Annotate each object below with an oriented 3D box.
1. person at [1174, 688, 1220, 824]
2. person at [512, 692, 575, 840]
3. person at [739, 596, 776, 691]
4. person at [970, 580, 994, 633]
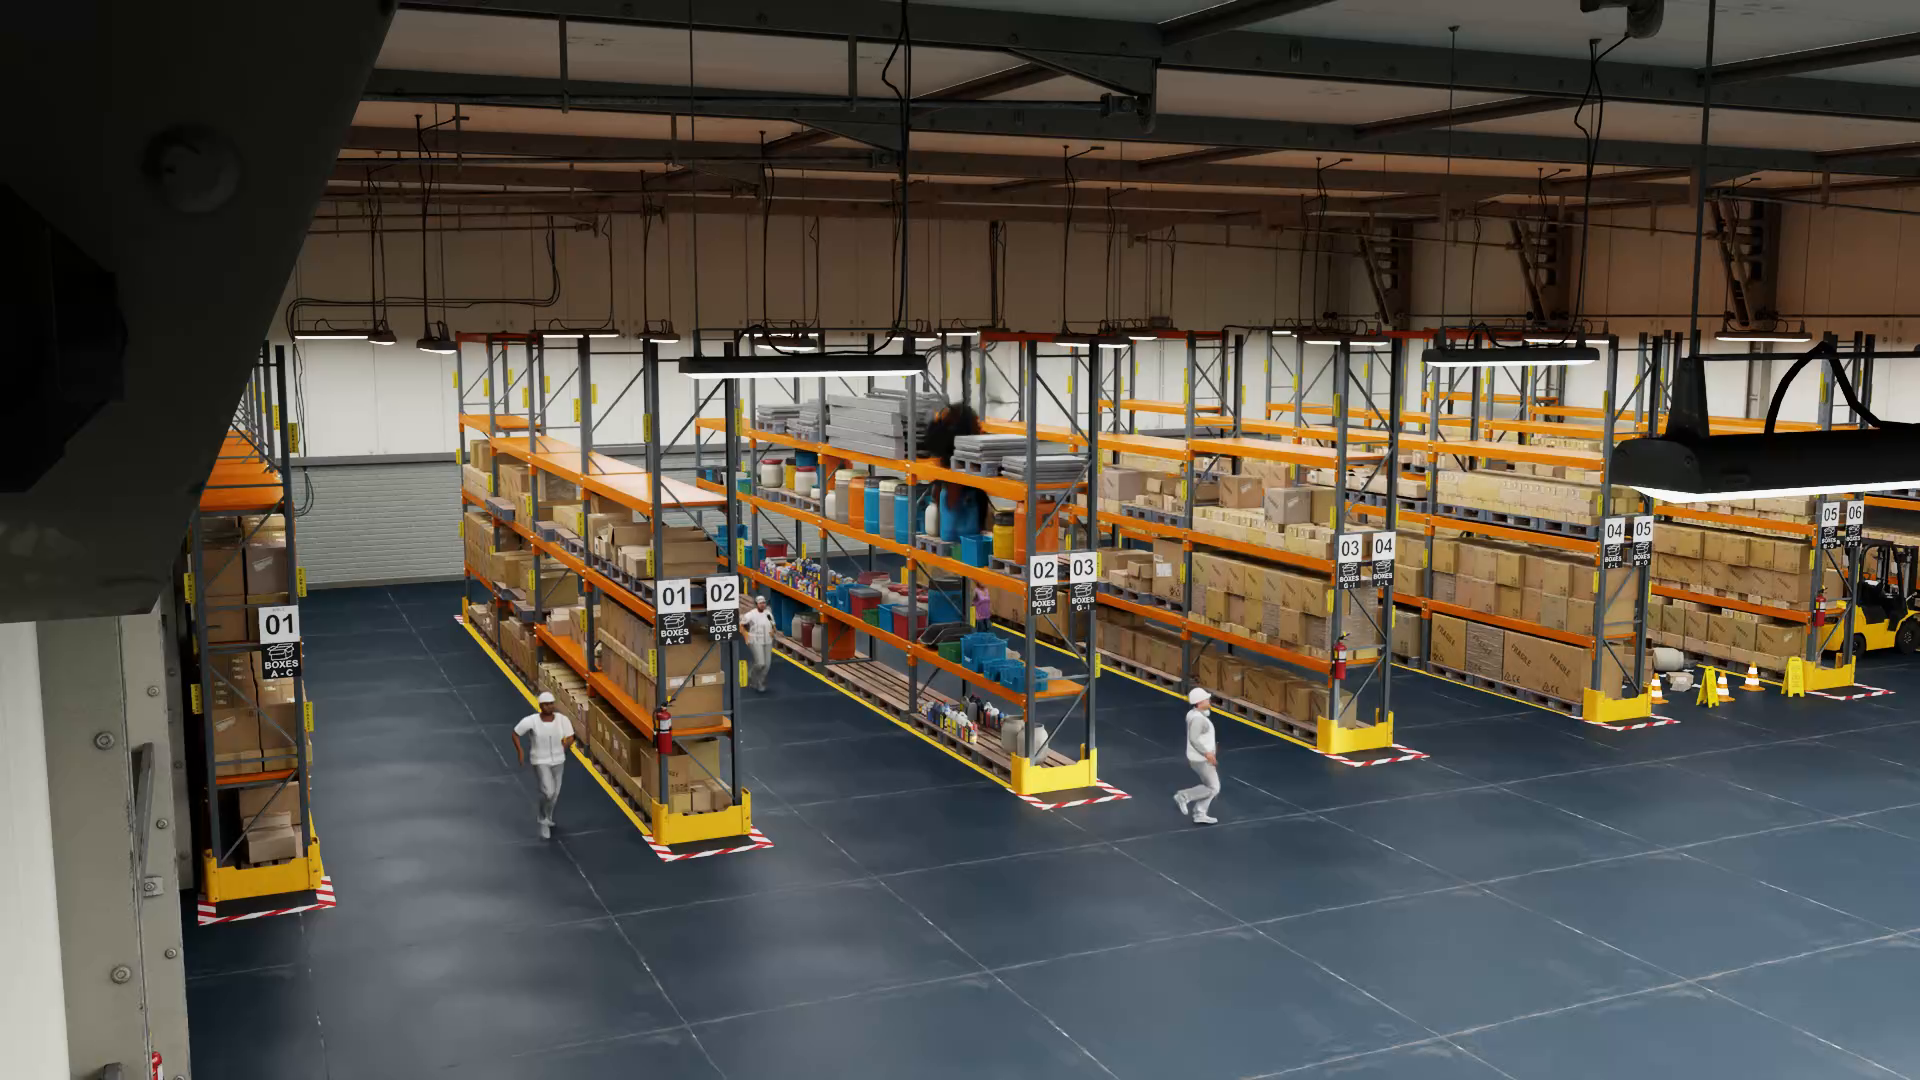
[{"bbox_3d":[2.966,2.696,20.751,0.590,1.730,0.670,0,8,2],"label":"person"},{"bbox_3d":[-5.019,2.742,20.268,0.671,1.798,0.728,-6,10,-37],"label":"person"},{"bbox_3d":[-3.347,1.752,28.018,0.592,1.629,0.583,-5,9,-33],"label":"person"},{"bbox_3d":[0.369,1.438,30.705,0.538,1.557,0.549,-7,10,-41],"label":"person"}]
